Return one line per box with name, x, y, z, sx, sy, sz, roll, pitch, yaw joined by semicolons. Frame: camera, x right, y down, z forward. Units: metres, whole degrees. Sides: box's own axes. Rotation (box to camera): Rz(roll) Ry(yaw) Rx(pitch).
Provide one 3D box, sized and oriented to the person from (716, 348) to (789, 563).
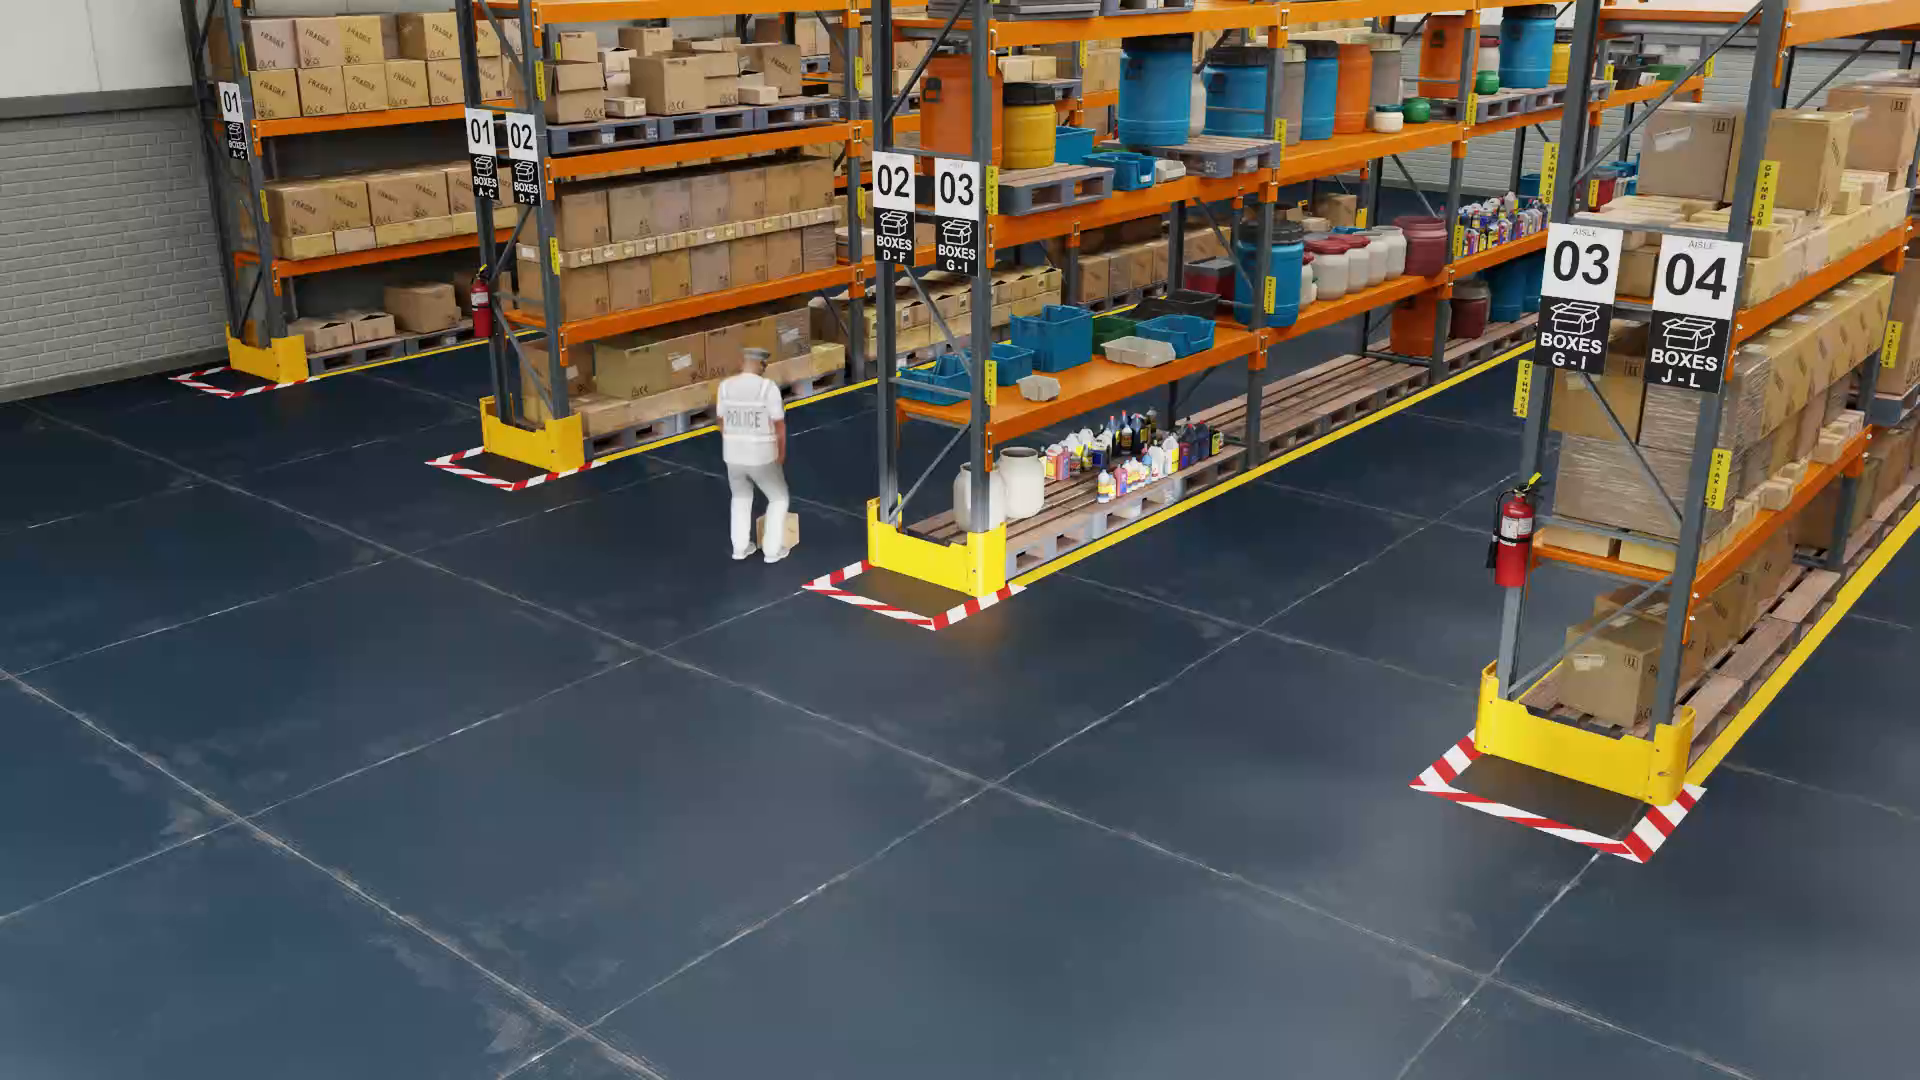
person;-1.621;-0.659;12.998;0.564;1.678;0.539;6;21;17
